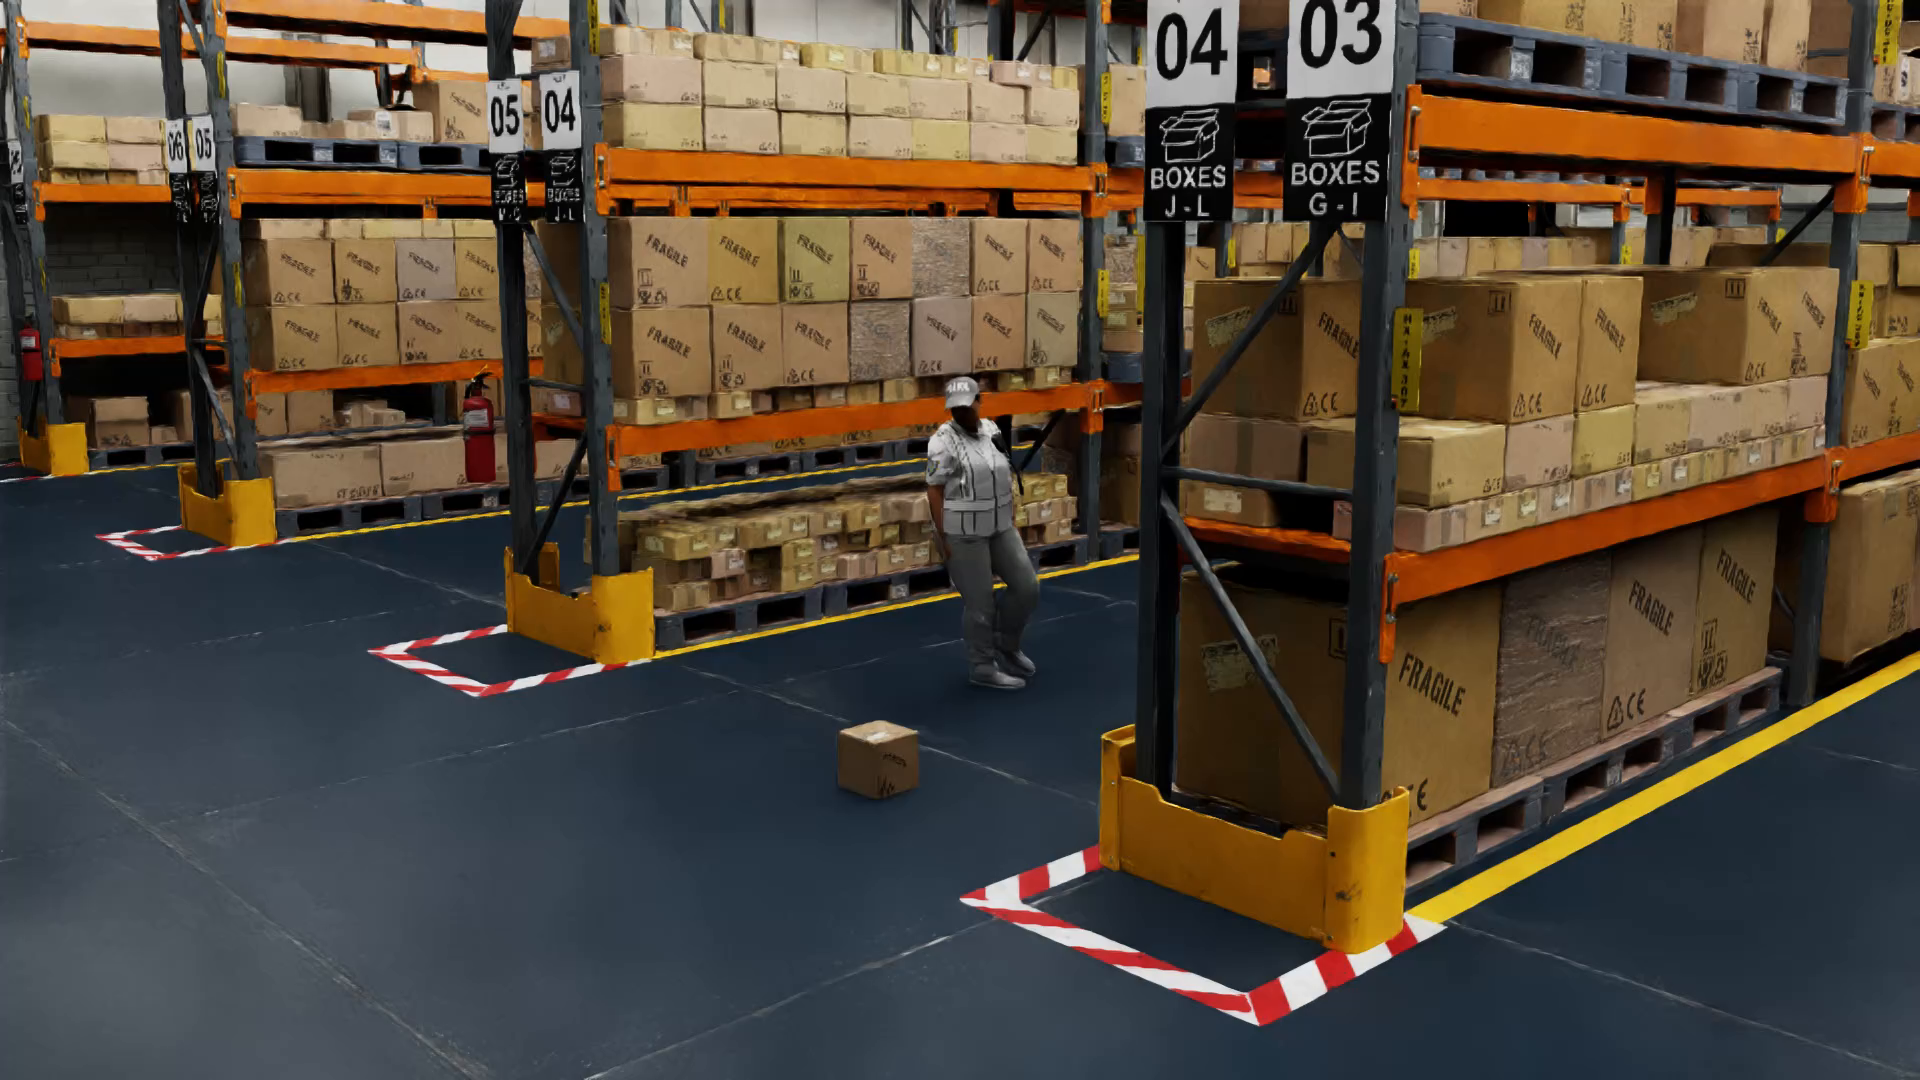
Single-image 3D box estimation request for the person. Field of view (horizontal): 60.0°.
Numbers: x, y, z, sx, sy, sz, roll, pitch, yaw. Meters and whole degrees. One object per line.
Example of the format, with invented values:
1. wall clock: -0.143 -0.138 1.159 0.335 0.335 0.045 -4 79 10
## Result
1. person: 0.144 -0.034 8.650 0.660 1.656 0.449 -10 15 -43
